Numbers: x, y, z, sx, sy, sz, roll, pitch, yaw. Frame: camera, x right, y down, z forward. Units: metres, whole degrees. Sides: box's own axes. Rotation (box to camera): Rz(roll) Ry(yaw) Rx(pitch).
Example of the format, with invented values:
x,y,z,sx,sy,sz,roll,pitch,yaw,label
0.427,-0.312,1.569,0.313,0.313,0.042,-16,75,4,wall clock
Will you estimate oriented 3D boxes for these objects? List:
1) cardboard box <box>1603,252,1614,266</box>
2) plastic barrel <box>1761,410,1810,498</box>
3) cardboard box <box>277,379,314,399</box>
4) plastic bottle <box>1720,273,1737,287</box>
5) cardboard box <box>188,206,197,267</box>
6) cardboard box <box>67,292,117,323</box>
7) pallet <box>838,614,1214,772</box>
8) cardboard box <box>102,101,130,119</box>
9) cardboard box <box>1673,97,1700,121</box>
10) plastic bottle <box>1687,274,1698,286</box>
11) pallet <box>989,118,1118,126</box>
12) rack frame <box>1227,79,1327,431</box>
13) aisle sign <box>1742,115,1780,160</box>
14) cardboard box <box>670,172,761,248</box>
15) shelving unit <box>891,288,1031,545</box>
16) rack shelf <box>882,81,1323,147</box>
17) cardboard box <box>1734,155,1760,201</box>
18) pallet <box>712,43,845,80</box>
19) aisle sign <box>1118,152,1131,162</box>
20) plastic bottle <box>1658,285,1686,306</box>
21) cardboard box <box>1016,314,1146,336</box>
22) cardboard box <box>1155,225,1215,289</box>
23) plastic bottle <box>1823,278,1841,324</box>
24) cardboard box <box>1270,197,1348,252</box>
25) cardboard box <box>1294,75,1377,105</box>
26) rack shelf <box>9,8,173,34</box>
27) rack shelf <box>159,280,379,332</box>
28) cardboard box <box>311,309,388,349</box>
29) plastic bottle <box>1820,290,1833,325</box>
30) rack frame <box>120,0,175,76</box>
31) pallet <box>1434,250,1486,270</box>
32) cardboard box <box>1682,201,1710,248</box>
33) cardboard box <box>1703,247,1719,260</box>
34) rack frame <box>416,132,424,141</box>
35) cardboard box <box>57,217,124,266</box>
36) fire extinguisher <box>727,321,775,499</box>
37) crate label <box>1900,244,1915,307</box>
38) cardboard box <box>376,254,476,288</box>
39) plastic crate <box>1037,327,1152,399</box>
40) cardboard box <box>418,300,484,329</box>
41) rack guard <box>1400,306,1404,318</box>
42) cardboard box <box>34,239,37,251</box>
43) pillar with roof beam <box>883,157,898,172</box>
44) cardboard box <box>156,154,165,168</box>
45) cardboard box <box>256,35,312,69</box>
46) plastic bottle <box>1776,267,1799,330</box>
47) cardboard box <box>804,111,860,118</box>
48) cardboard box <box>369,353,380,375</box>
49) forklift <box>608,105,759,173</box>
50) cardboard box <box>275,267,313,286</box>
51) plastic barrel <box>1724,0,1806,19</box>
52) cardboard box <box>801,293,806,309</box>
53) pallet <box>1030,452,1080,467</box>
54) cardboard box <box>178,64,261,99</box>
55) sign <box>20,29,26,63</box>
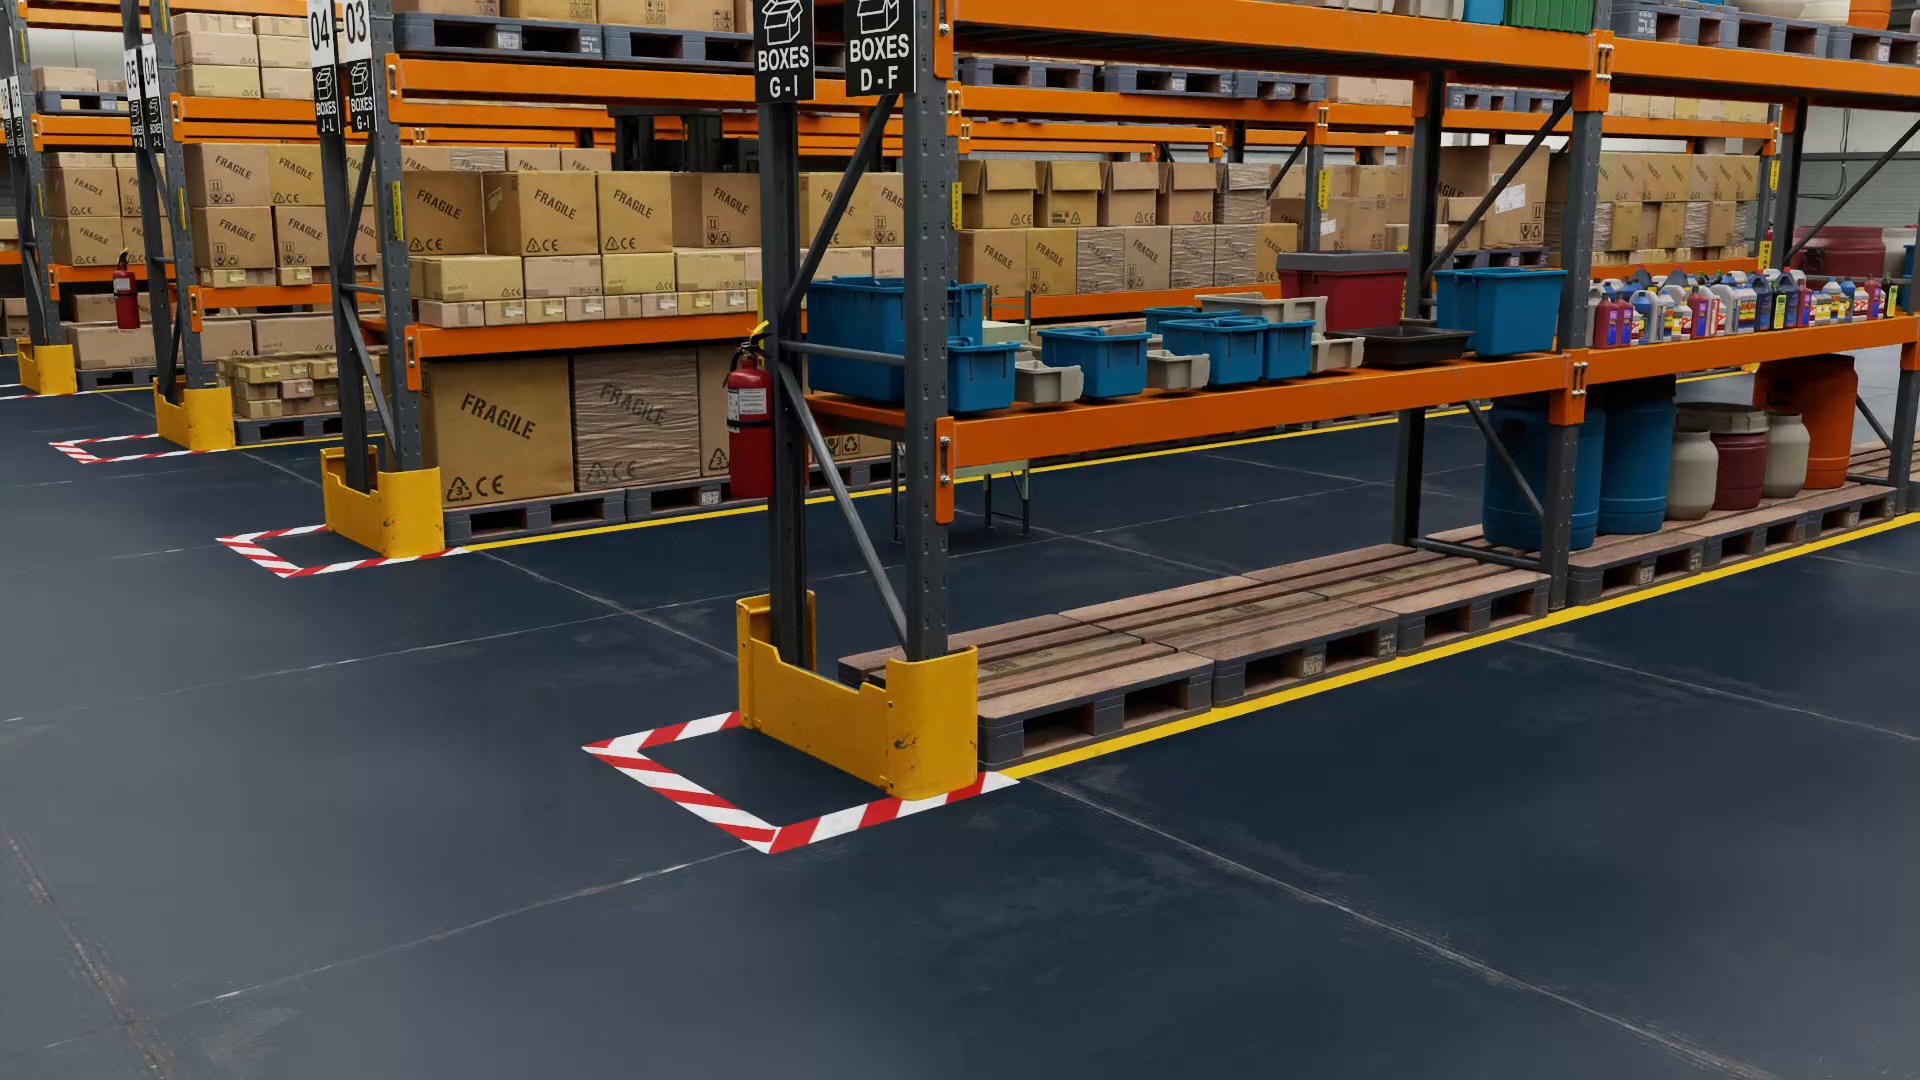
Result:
x,y,z,sx,sy,sz,roll,pitch,yaw,label
6.613,-2.954,17.422,0.250,0.149,0.380,-9,15,-38,cardboard box
5.090,-0.542,10.440,0.421,0.512,0.421,0,12,0,plastic barrel
-5.695,-1.300,14.165,0.250,0.149,0.380,-10,15,-38,cardboard box
4.876,-1.561,10.567,0.097,0.271,0.097,0,12,0,plastic bottle
-6.324,-2.585,14.125,0.500,0.500,0.500,-9,15,-37,cardboard box
-11.560,-3.036,22.213,0.500,0.500,0.700,-9,15,-35,cardboard box
0.268,0.594,6.825,1.213,0.211,1.003,-9,15,-38,pallet
-11.091,-5.642,21.902,0.500,0.250,0.500,-10,15,-39,cardboard box
7.599,-4.643,17.912,0.500,0.250,0.500,-10,15,-39,cardboard box
4.554,-1.523,10.391,0.097,0.271,0.097,0,12,0,plastic bottle
1.074,-4.941,19.411,1.213,0.211,1.003,-9,15,-35,pallet
2.753,-2.511,14.733,0.127,3.000,1.000,-9,15,-38,rack frame
9.235,-4.780,19.161,0.004,0.787,0.394,-9,15,-38,aisle sign
-1.697,-2.279,11.482,0.500,0.500,0.500,-10,16,-39,cardboard box
0.005,-0.735,9.977,0.755,1.500,0.431,-9,15,-38,shelving unit
1.191,-3.367,13.274,4.000,0.370,1.077,-9,15,-38,rack shelf
8.724,-4.121,18.952,0.500,0.500,0.500,-9,15,-38,cardboard box
-1.016,-3.312,11.495,1.213,0.211,1.003,-9,15,-38,pallet
2.663,-6.487,27.196,0.004,0.787,0.394,-9,15,-38,aisle sign
3.951,-1.271,9.192,0.135,0.276,0.152,-9,15,-38,plastic bottle
0.814,-1.361,13.419,0.875,0.875,1.225,-10,16,-40,cardboard box
1.726,-2.324,13.612,0.500,0.500,0.500,-10,16,-39,cardboard box
5.212,-1.431,9.955,0.097,0.271,0.097,0,12,0,plastic bottle
3.149,-2.842,15.040,0.500,0.500,0.500,11,16,43,cardboard box
3.279,-3.925,14.530,0.500,0.250,0.500,-9,15,-37,cardboard box
-11.227,-6.726,21.877,4.000,0.370,1.077,-9,15,-38,rack shelf
-4.952,-2.198,14.992,4.000,0.370,1.077,-9,15,-38,rack shelf
-7.119,-2.488,19.779,0.875,0.438,0.875,-10,15,-38,cardboard box
5.136,-1.384,9.903,0.097,0.201,0.097,0,12,0,plastic bottle
-6.514,-5.225,13.072,0.127,3.000,1.000,-9,15,-38,rack frame
4.273,-2.681,15.994,1.213,0.211,1.003,-9,15,-38,pallet
7.820,-3.535,18.596,0.500,0.500,0.875,-9,15,-38,cardboard box
8.342,-3.253,18.831,0.250,0.149,0.380,-9,15,-38,cardboard box
-6.562,-3.599,19.858,0.127,3.000,1.000,-9,15,-38,rack frame
-9.131,-3.145,17.478,0.500,0.500,0.500,-10,15,-38,cardboard box
-0.802,-0.504,6.363,0.183,0.674,0.296,-9,15,-38,fire extinguisher
6.791,-1.810,11.347,0.616,0.435,0.502,-9,15,-38,crate label
-3.282,-1.651,10.328,0.500,0.250,0.500,-10,15,-39,cardboard box
0.512,-0.681,6.374,0.300,0.233,0.416,-9,15,-38,plastic crate
-3.011,-1.343,9.836,0.250,0.149,0.380,-9,15,-37,cardboard box
5.999,-3.147,23.747,0.348,0.500,1.175,-9,15,-38,rack guard
-12.008,-3.841,21.599,0.250,0.149,0.380,-10,15,-38,cardboard box
1.287,-8.253,27.332,0.400,9.000,9.100,-9,15,-38,pillar with roof beam
-8.606,-4.035,17.698,0.250,0.149,0.380,-10,16,-39,cardboard box
-5.602,-4.012,13.736,0.500,0.250,0.500,-10,15,-38,cardboard box
4.755,-1.400,9.618,0.185,0.351,0.144,-9,15,-38,plastic bottle
-1.330,-4.598,17.101,0.500,0.500,0.500,-9,15,-38,cardboard box
-5.111,-1.553,14.640,0.250,0.149,0.380,-9,15,-35,cardboard box
-2.132,-2.383,14.293,1.130,2.935,3.031,7,14,28,forklift
-5.640,-2.223,13.979,0.250,0.149,0.380,-10,16,-39,cardboard box
4.556,-3.193,9.382,0.433,0.535,0.433,0,12,0,plastic barrel
-1.208,-1.643,11.249,0.250,0.149,0.380,-9,15,-37,cardboard box
0.185,-0.740,13.108,1.213,0.211,1.003,-9,15,-38,pallet
-6.004,-3.701,13.478,0.500,0.250,0.500,-9,15,-36,cardboard box
-9.343,-4.923,16.576,0.005,0.325,0.100,-9,15,-38,sign
